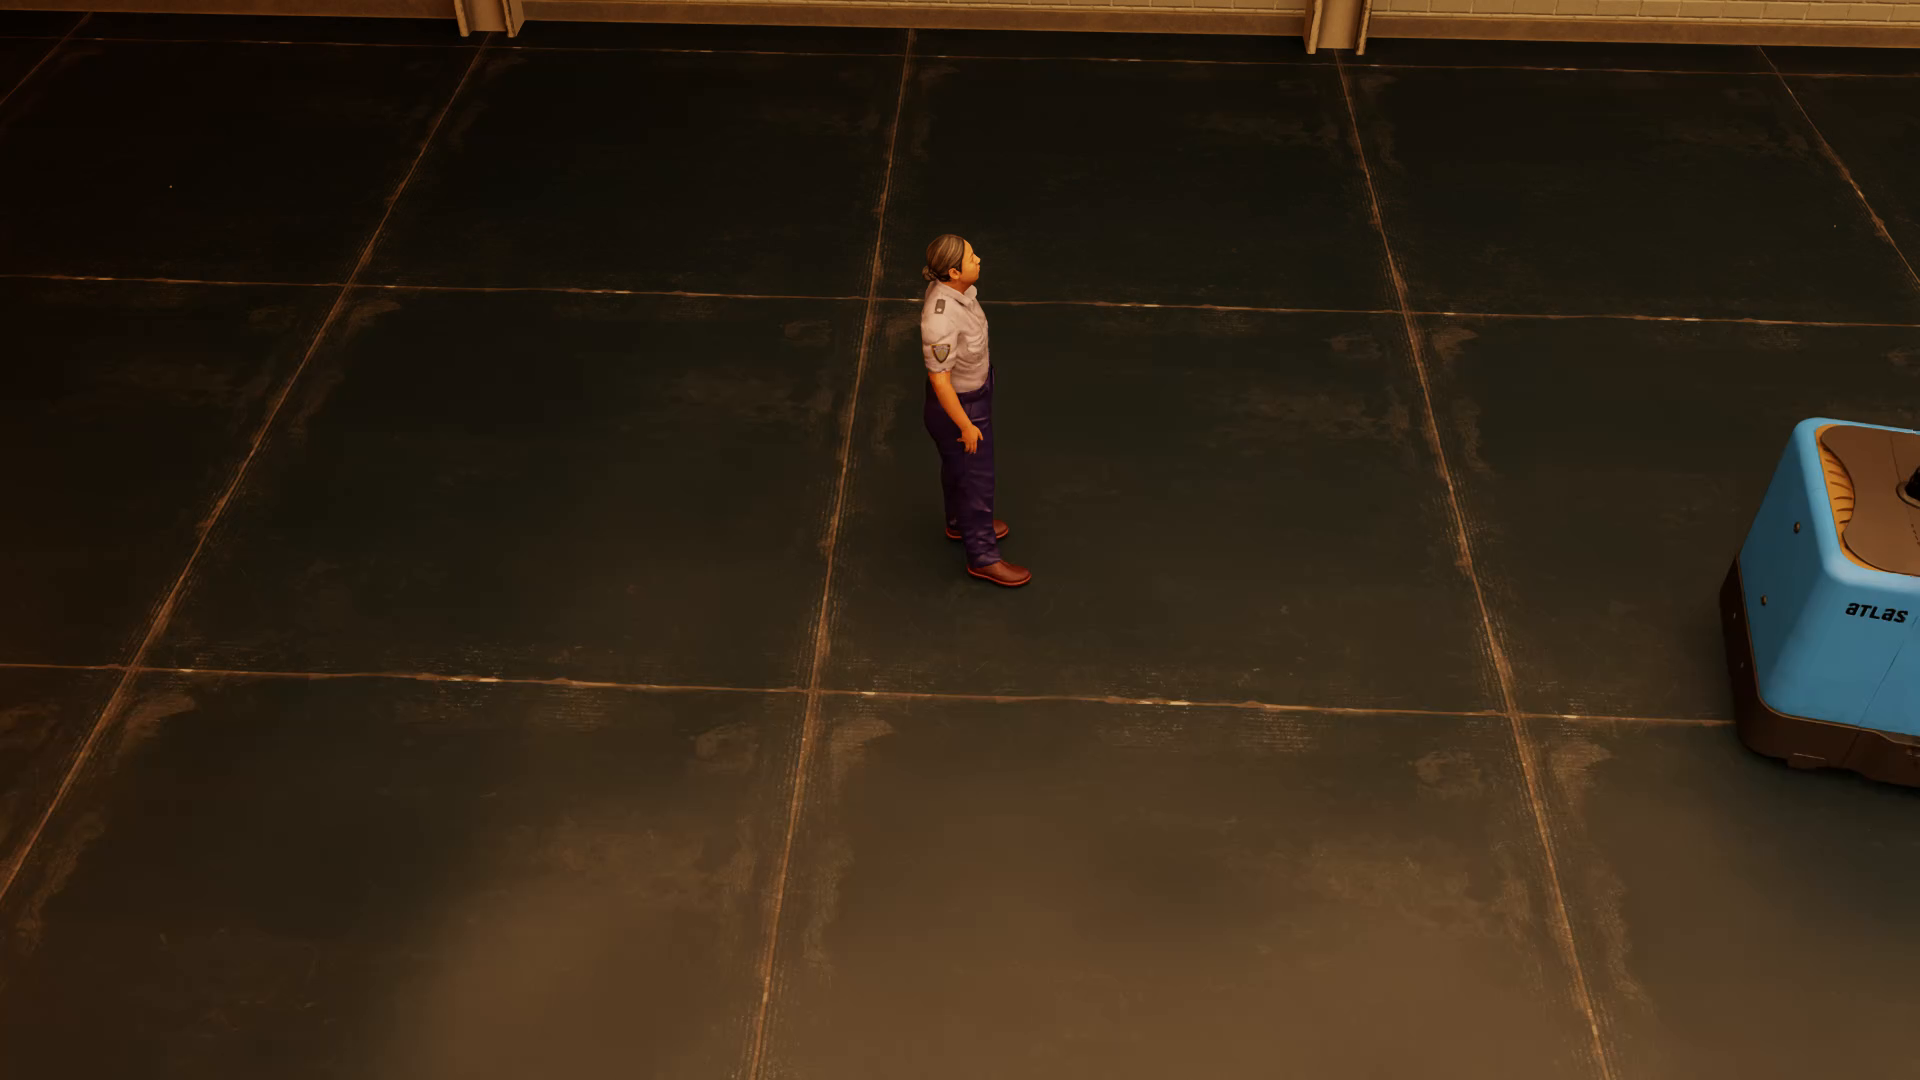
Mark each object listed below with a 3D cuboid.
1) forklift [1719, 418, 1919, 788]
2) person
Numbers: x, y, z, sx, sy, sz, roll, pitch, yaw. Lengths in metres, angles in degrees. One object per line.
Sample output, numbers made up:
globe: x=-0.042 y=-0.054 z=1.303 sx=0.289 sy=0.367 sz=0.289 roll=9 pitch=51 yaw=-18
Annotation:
forklift: x=4.816 y=-0.264 z=6.032 sx=3.031 sy=2.935 sz=1.130 roll=9 pitch=43 yaw=10
person: x=0.089 y=-0.595 z=7.336 sx=0.502 sy=1.651 sz=0.598 roll=2 pitch=42 yaw=2
